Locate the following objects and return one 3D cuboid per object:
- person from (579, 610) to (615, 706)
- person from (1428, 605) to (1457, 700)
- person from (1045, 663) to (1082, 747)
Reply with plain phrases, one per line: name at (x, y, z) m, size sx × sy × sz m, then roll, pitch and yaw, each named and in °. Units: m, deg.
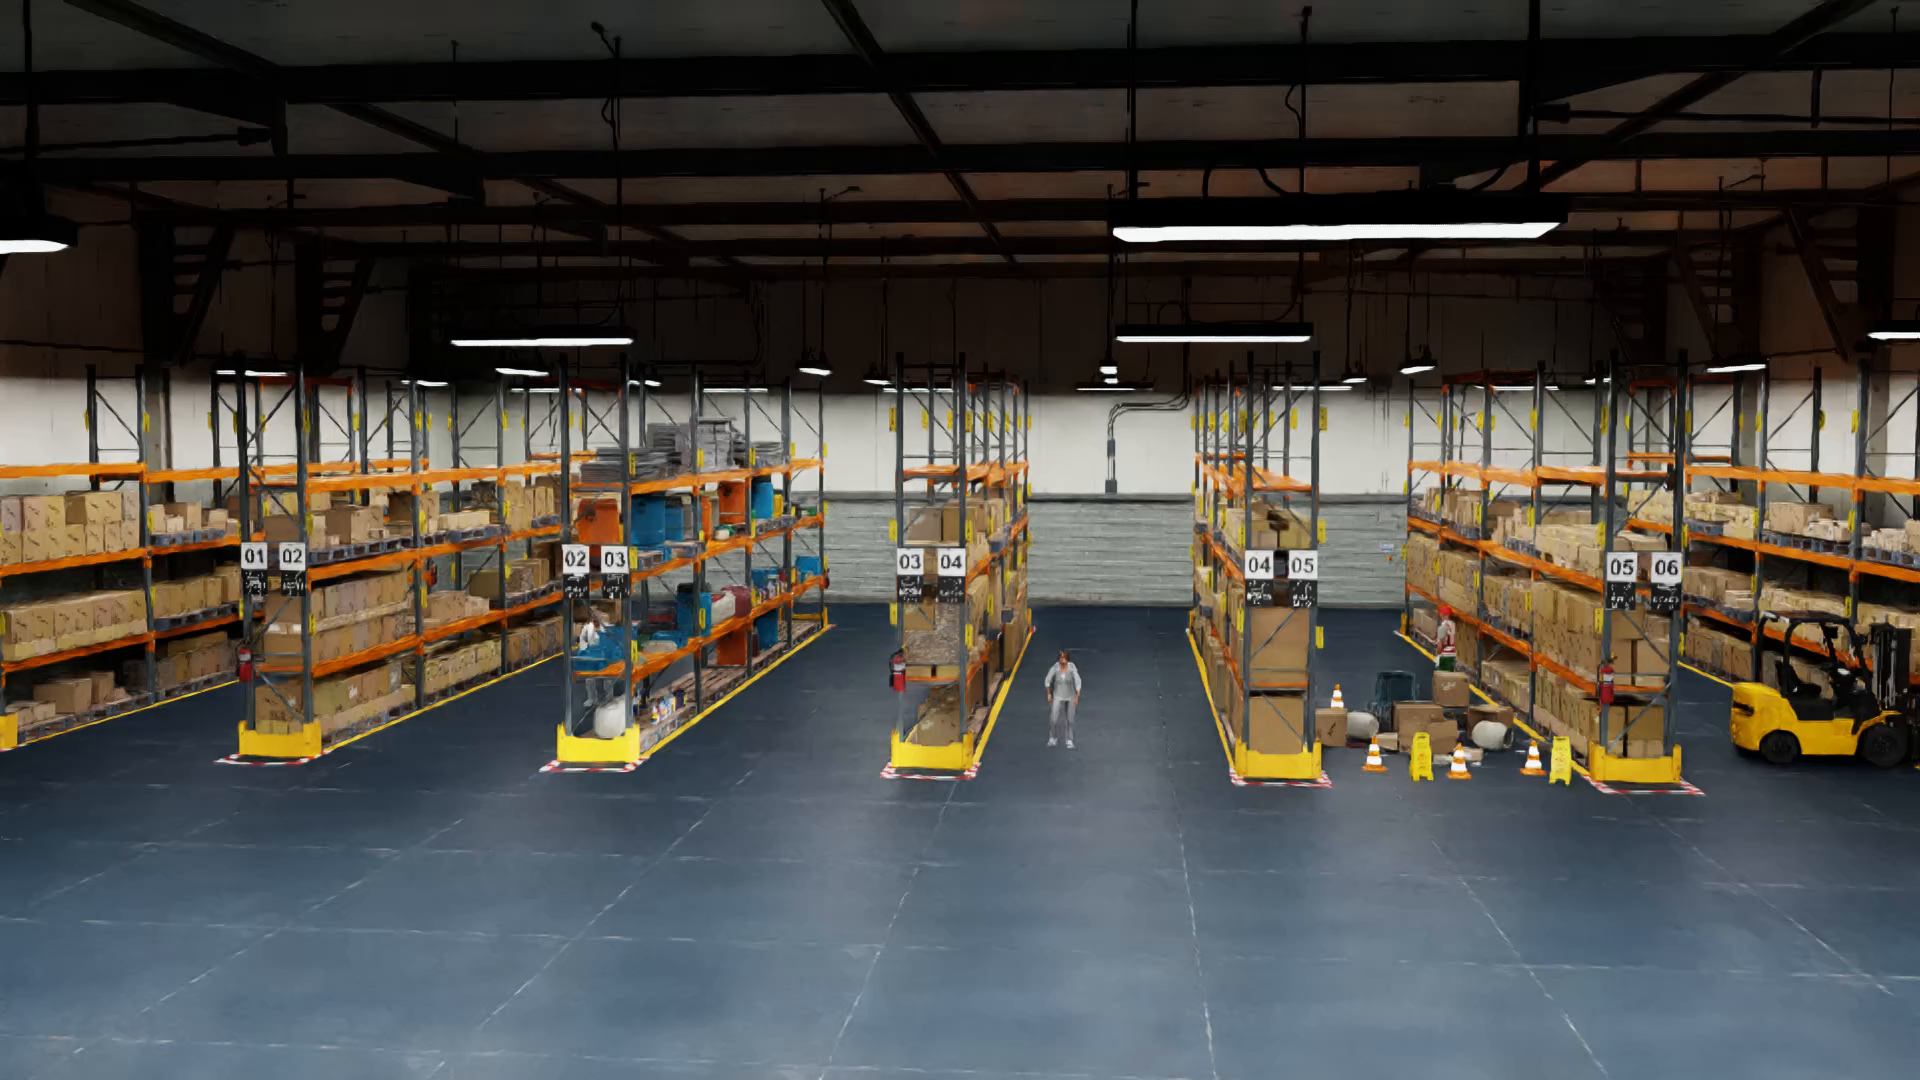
person at (-6.314, 2.072, 29.139) m, size 0.729 × 1.734 × 0.546 m, roll 0°, pitch 4°, yaw 6°
person at (8.443, 2.030, 29.090) m, size 0.583 × 1.786 × 0.554 m, roll 2°, pitch 5°, yaw 30°
person at (1.581, 2.528, 25.539) m, size 0.566 × 1.335 × 0.473 m, roll 0°, pitch 4°, yaw 4°
